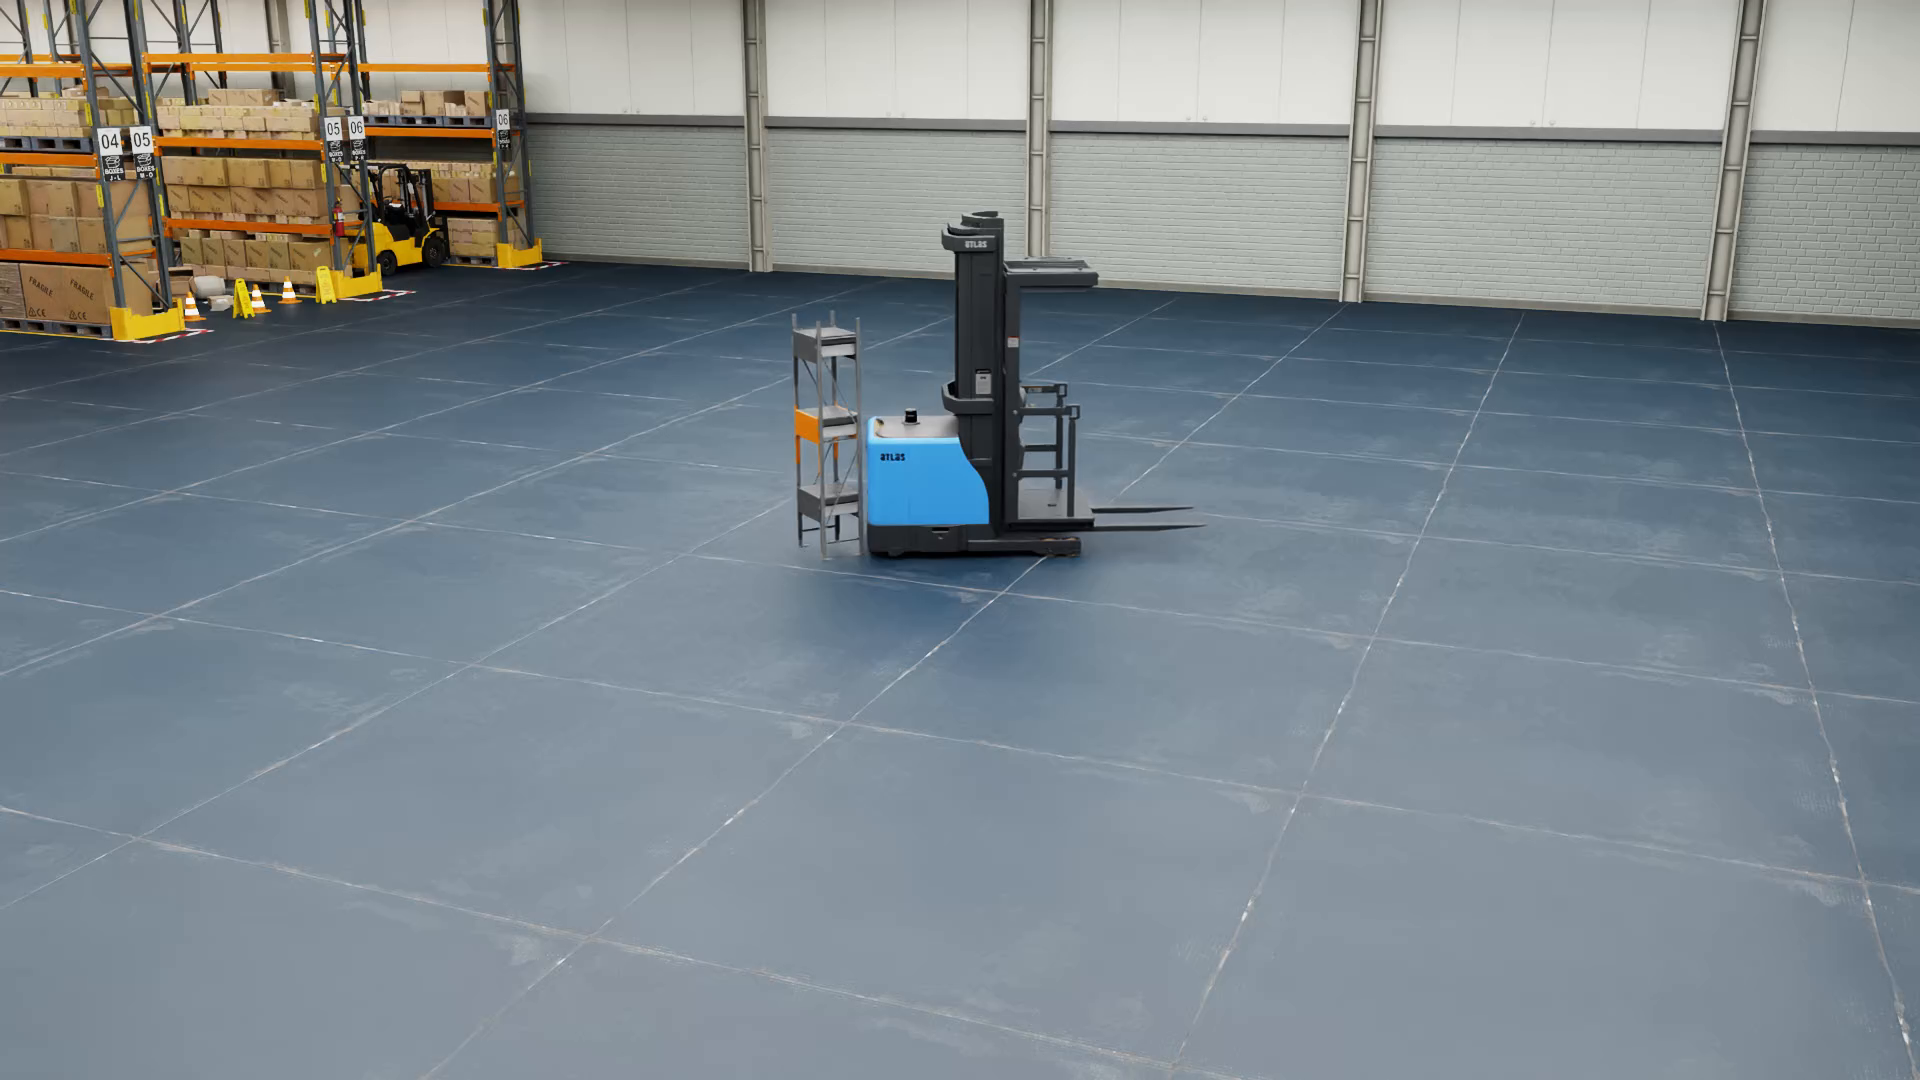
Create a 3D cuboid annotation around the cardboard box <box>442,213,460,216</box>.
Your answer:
[{"bbox_3d":[-11.137,-6.913,35.990,0.500,0.250,0.500,6,17,20],"label":"cardboard box"}]

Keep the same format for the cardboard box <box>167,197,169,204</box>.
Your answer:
[{"bbox_3d":[-15.295,-6.636,32.348,0.250,0.149,0.380,7,17,21],"label":"cardboard box"}]

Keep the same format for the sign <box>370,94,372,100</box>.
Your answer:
[{"bbox_3d":[-12.877,-9.575,36.325,0.005,0.325,0.100,6,17,21],"label":"sign"}]

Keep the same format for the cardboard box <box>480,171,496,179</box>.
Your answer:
[{"bbox_3d":[-9.783,-7.617,34.688,0.250,0.149,0.380,7,17,21],"label":"cardboard box"}]

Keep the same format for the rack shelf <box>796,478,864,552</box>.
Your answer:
[{"bbox_3d":[-1.154,-0.227,14.750,0.431,0.518,0.480,-9,19,-29],"label":"rack shelf"}]

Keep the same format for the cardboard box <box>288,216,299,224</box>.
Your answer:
[{"bbox_3d":[-12.109,-5.898,30.560,0.250,0.149,0.380,6,17,20],"label":"cardboard box"}]

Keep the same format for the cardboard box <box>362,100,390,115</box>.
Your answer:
[{"bbox_3d":[-12.395,-9.203,35.341,0.500,0.311,0.500,7,17,22],"label":"cardboard box"}]

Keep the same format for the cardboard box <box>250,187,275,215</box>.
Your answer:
[{"bbox_3d":[-12.710,-6.286,30.735,0.500,0.500,0.500,6,17,20],"label":"cardboard box"}]

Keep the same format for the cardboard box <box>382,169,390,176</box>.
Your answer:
[{"bbox_3d":[-12.183,-7.873,35.568,0.250,0.149,0.380,7,17,22],"label":"cardboard box"}]

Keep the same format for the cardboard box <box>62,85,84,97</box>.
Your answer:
[{"bbox_3d":[-20.369,-10.312,38.176,0.258,0.266,0.396,6,17,20],"label":"cardboard box"}]

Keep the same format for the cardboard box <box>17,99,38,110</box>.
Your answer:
[{"bbox_3d":[-14.279,-6.716,25.634,0.250,0.149,0.380,6,17,21],"label":"cardboard box"}]

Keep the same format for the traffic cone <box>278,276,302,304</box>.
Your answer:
[{"bbox_3d":[-12.049,-4.498,29.838,0.334,0.463,0.336,6,17,21],"label":"traffic cone"}]

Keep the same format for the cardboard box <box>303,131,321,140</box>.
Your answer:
[{"bbox_3d":[-11.610,-7.291,29.978,0.250,0.149,0.380,6,17,21],"label":"cardboard box"}]

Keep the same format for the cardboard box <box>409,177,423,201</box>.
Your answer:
[{"bbox_3d":[-11.340,-7.481,35.384,0.500,0.500,0.500,6,17,21],"label":"cardboard box"}]

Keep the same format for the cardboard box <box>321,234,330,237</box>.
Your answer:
[{"bbox_3d":[-13.568,-6.816,36.776,0.625,0.625,0.875,7,18,23],"label":"cardboard box"}]

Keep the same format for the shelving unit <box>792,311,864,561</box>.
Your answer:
[{"bbox_3d":[-1.154,-0.913,14.551,0.431,2.100,0.503,-9,19,-29],"label":"shelving unit"}]

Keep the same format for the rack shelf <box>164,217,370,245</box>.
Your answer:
[{"bbox_3d":[-13.036,-5.866,31.290,4.000,0.370,1.077,6,17,21],"label":"rack shelf"}]

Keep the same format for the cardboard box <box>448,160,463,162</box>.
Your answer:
[{"bbox_3d":[-10.761,-8.048,35.638,0.250,0.149,0.380,6,17,19],"label":"cardboard box"}]

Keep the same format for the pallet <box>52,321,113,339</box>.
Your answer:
[{"bbox_3d":[-13.671,-3.435,26.628,1.213,0.211,1.003,6,17,21],"label":"pallet"}]

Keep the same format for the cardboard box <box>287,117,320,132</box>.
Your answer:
[{"bbox_3d":[-11.751,-7.501,29.986,0.500,0.250,0.500,6,17,20],"label":"cardboard box"}]

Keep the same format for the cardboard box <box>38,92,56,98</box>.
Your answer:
[{"bbox_3d":[-21.079,-10.263,38.603,0.500,0.250,0.500,6,17,21],"label":"cardboard box"}]

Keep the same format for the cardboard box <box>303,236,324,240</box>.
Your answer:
[{"bbox_3d":[-12.335,-5.457,31.425,0.500,0.500,0.500,6,17,19],"label":"cardboard box"}]

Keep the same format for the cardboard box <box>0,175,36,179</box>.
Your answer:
[{"bbox_3d":[-15.282,-5.549,26.701,0.550,0.550,0.875,6,17,21],"label":"cardboard box"}]

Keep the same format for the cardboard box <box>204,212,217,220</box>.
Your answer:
[{"bbox_3d":[-13.992,-6.114,31.305,0.250,0.149,0.380,7,18,22],"label":"cardboard box"}]

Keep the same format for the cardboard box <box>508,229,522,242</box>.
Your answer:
[{"bbox_3d":[-9.719,-6.518,35.527,0.500,0.250,0.500,7,17,22],"label":"cardboard box"}]

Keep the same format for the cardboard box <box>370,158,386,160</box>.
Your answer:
[{"bbox_3d":[-12.671,-8.252,36.342,0.250,0.149,0.380,6,17,21],"label":"cardboard box"}]

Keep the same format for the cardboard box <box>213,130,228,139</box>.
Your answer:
[{"bbox_3d":[-13.530,-7.486,30.650,0.250,0.149,0.380,6,17,20],"label":"cardboard box"}]

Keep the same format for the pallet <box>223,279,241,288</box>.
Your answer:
[{"bbox_3d":[-14.259,-5.017,32.078,1.213,0.211,1.003,6,17,21],"label":"pallet"}]

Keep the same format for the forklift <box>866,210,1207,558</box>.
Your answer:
[{"bbox_3d":[0.680,-1.400,14.740,3.031,2.935,1.130,-1,16,-3],"label":"forklift"}]

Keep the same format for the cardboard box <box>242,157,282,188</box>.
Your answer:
[{"bbox_3d":[-12.711,-6.753,30.548,0.500,0.500,0.700,6,17,20],"label":"cardboard box"}]

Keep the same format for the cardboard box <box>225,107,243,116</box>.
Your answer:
[{"bbox_3d":[-13.247,-7.864,30.523,0.250,0.149,0.380,7,17,22],"label":"cardboard box"}]

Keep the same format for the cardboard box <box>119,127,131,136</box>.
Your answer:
[{"bbox_3d":[-13.099,-6.401,25.979,0.250,0.149,0.380,6,17,21],"label":"cardboard box"}]

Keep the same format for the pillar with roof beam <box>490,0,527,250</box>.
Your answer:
[{"bbox_3d":[-11.255,-9.364,31.289,0.400,9.000,9.100,6,17,21],"label":"pillar with roof beam"}]

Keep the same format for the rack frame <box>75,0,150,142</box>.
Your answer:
[{"bbox_3d":[-12.898,-7.594,25.191,0.127,3.000,1.000,6,17,21],"label":"rack frame"}]

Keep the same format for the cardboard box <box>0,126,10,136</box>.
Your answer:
[{"bbox_3d":[-14.750,-6.385,25.924,0.250,0.149,0.380,7,17,21],"label":"cardboard box"}]

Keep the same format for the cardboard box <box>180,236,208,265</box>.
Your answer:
[{"bbox_3d":[-14.447,-5.527,31.666,0.500,0.500,0.500,7,18,23],"label":"cardboard box"}]

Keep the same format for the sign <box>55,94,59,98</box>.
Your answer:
[{"bbox_3d":[-20.713,-10.069,38.171,0.005,0.325,0.100,6,17,21],"label":"sign"}]

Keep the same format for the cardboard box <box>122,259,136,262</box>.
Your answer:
[{"bbox_3d":[-15.522,-5.115,30.537,0.500,0.500,0.500,6,17,21],"label":"cardboard box"}]

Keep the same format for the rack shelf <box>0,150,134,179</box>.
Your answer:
[{"bbox_3d":[-14.759,-6.012,26.414,4.000,0.370,1.077,6,17,21],"label":"rack shelf"}]

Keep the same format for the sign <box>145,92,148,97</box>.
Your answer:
[{"bbox_3d":[-15.097,-8.150,30.852,0.005,0.325,0.100,6,17,21],"label":"sign"}]

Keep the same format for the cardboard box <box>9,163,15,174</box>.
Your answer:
[{"bbox_3d":[-19.195,-7.339,33.099,0.500,0.500,0.500,6,17,19],"label":"cardboard box"}]

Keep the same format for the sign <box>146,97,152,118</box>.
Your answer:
[{"bbox_3d":[-12.689,-6.754,25.970,0.005,0.325,0.100,6,17,21],"label":"sign"}]

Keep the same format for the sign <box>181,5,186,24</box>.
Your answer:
[{"bbox_3d":[-14.681,-9.923,31.395,0.005,0.325,0.100,6,17,21],"label":"sign"}]

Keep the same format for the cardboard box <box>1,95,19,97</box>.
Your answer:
[{"bbox_3d":[-19.024,-8.517,32.811,0.637,0.503,0.797,5,17,17],"label":"cardboard box"}]

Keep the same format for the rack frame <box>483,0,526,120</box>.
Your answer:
[{"bbox_3d":[-9.358,-10.176,34.084,0.127,3.000,1.000,6,17,21],"label":"rack frame"}]

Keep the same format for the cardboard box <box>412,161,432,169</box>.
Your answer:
[{"bbox_3d":[-11.425,-7.965,35.352,0.250,0.149,0.380,6,17,21],"label":"cardboard box"}]
